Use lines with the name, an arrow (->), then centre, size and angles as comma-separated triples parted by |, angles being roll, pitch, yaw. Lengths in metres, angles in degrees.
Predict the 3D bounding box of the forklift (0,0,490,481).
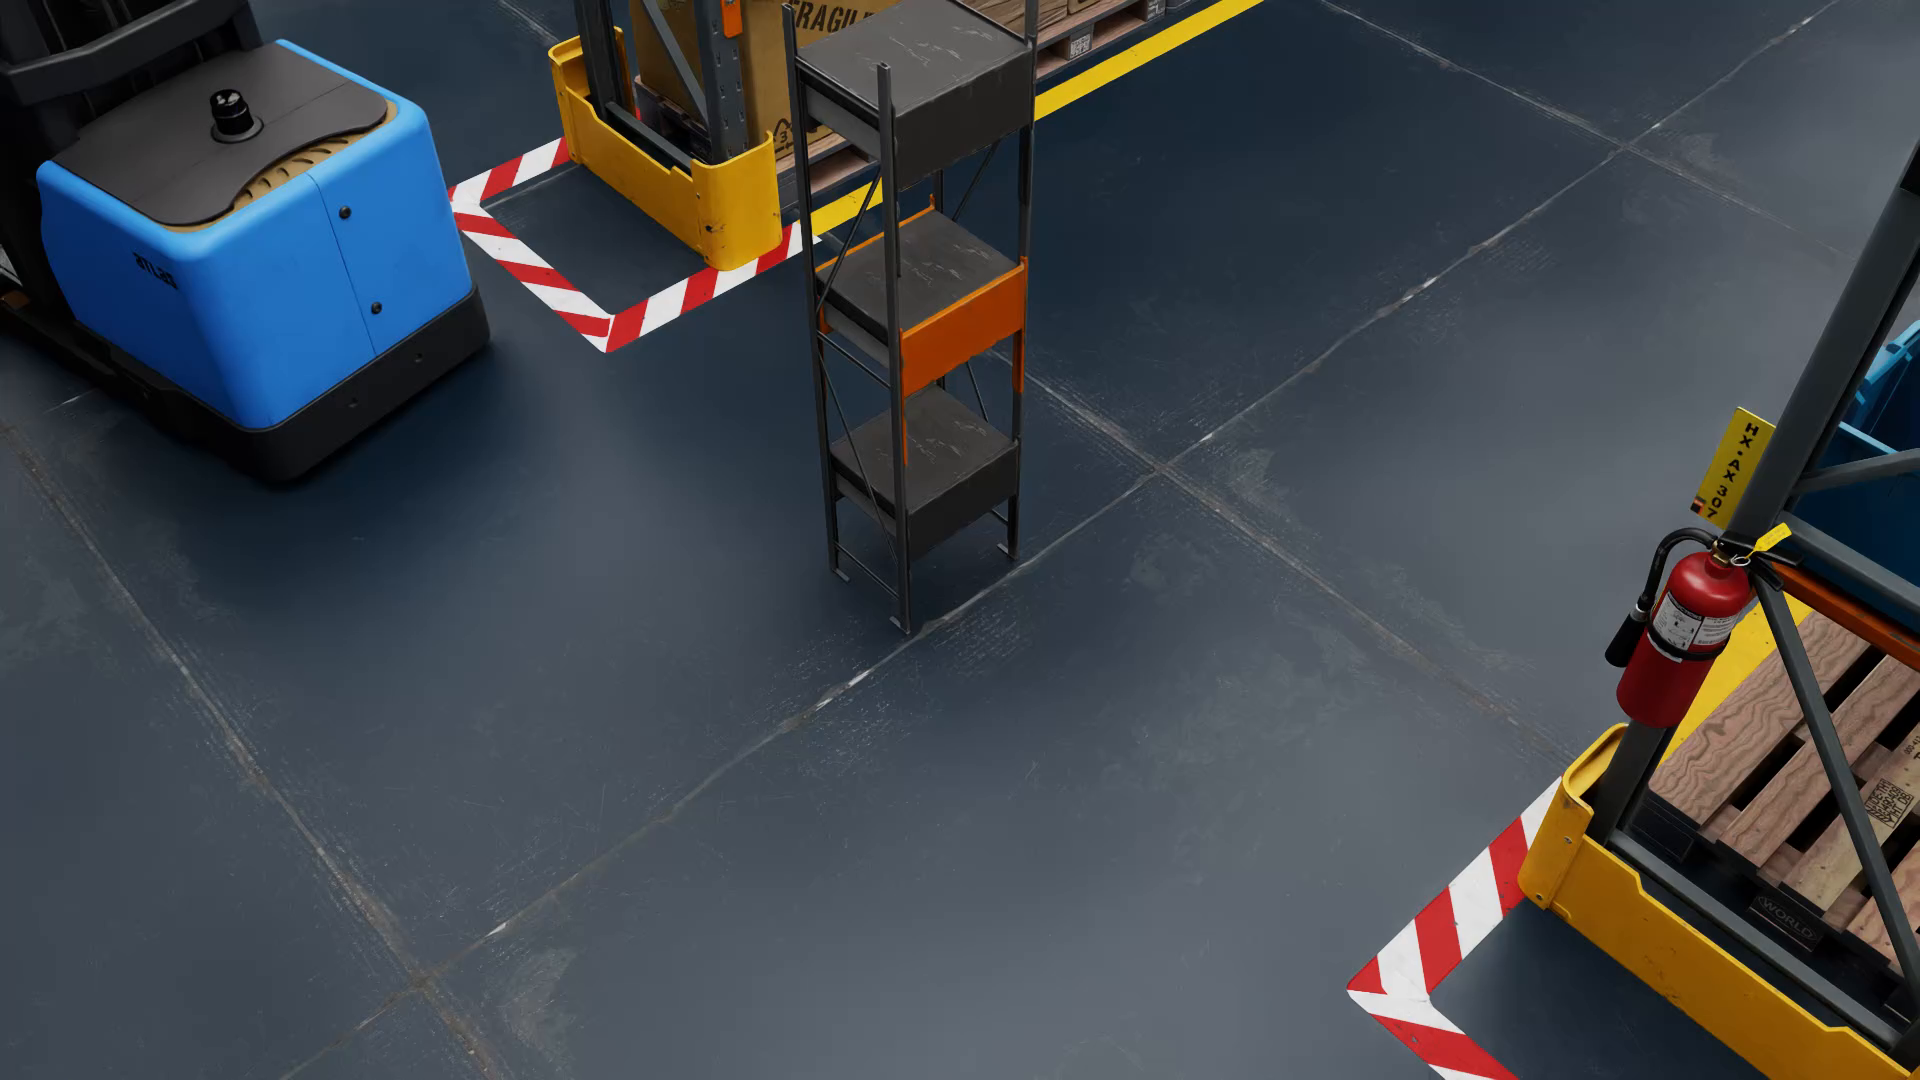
forklift -> -3.289, -2.089, 5.683 | 3.031, 2.935, 1.130 | 28, 53, 24

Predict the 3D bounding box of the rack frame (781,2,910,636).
rack frame -> -0.303, -0.510, 4.791 | 0.015, 2.100, 0.400 | -34, 56, -27

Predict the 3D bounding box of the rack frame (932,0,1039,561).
rack frame -> 0.058, -0.751, 5.014 | 0.015, 2.100, 0.400 | -34, 56, -27

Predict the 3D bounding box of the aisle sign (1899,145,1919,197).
aisle sign -> 1.872, -0.814, 2.691 | 0.004, 0.787, 0.394 | -34, 56, -27

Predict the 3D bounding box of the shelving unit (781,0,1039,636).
shelving unit -> -0.122, -0.630, 4.903 | 0.503, 2.100, 0.431 | -34, 56, -27

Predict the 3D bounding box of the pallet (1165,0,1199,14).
pallet -> 1.134, -3.201, 8.560 | 1.213, 0.211, 1.003 | -34, 56, -27

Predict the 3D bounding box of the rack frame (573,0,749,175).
rack frame -> -1.210, -2.502, 6.018 | 0.127, 3.000, 1.000 | -34, 56, -27

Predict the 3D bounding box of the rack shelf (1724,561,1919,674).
rack shelf -> 3.602, -0.554, 4.709 | 4.000, 0.370, 1.077 | -34, 56, -27

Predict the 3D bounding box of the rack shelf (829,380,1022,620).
rack shelf -> -0.122, -0.146, 5.427 | 0.480, 0.518, 0.431 | -34, 56, -27

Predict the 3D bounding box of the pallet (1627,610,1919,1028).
pallet -> 2.758, 0.750, 4.914 | 1.213, 0.211, 1.003 | -34, 56, -27

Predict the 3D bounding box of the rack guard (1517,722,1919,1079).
rack guard -> 2.113, 1.058, 4.434 | 0.348, 0.500, 1.175 | -34, 56, -27

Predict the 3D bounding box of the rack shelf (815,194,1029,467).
rack shelf -> -0.122, -0.621, 4.913 | 0.480, 0.518, 0.431 | -34, 56, -27

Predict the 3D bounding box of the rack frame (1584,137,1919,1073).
rack frame -> 2.122, 0.191, 3.533 | 0.127, 3.000, 1.000 | -34, 56, -27

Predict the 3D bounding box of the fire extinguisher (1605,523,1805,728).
fire extinguisher -> 1.705, 0.171, 3.857 | 0.183, 0.674, 0.296 | -34, 56, -27

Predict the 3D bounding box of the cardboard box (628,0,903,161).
cardboard box -> -0.790, -2.284, 6.976 | 0.875, 0.875, 0.875 | -34, 56, -27

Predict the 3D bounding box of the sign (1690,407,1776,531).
sign -> 1.740, -0.155, 3.741 | 0.005, 0.325, 0.100 | -34, 56, -27

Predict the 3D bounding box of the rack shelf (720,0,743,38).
rack shelf -> 0.270, -3.247, 7.195 | 4.000, 0.370, 1.077 | -34, 56, -27

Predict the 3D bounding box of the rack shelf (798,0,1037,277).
rack shelf -> -0.123, -1.096, 4.398 | 0.480, 0.518, 0.431 | -34, 56, -27

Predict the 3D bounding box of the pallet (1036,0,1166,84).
pallet -> 0.231, -2.595, 8.000 | 1.213, 0.211, 1.003 | -34, 56, -27

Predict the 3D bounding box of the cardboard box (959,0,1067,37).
cardboard box -> -0.117, -2.734, 7.392 | 0.875, 0.875, 0.875 | -34, 56, -27

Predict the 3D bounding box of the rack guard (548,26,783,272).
rack guard -> -1.228, -1.643, 6.925 | 0.348, 0.500, 1.175 | -34, 56, -27

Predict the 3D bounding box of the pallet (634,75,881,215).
pallet -> -0.671, -1.994, 7.447 | 1.213, 0.211, 1.003 | -34, 56, -27

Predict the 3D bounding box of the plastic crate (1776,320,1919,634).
plastic crate -> 2.244, -0.108, 3.744 | 0.499, 0.435, 0.616 | -34, 56, -27

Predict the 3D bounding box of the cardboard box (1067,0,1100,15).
cardboard box -> 0.541, -3.174, 7.798 | 0.875, 0.875, 0.875 | -34, 56, -27
